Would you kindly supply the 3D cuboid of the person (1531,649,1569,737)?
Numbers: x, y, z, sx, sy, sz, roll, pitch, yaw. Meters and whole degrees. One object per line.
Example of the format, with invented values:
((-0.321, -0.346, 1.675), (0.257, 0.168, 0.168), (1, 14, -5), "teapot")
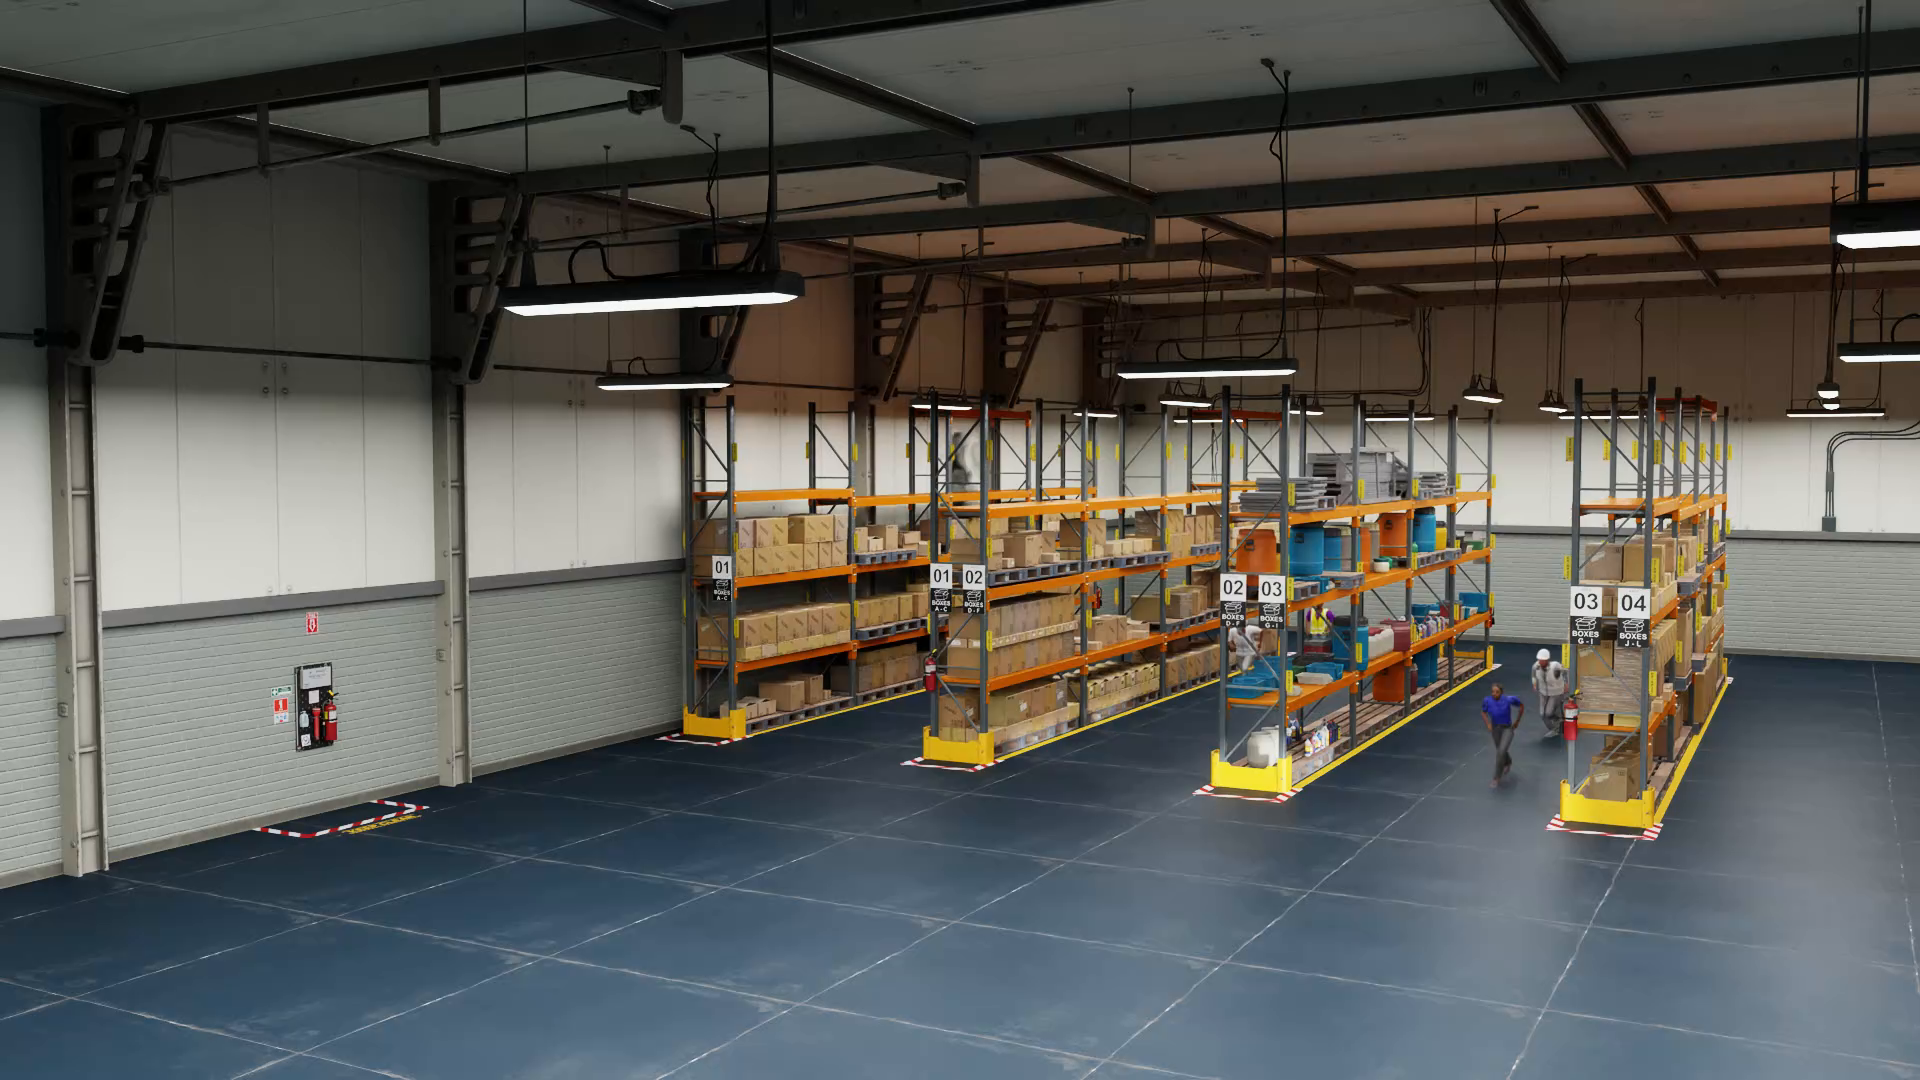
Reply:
((10.315, 2.684, 29.019), (0.684, 1.590, 0.816), (3, 4, 43), "person")

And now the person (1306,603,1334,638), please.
((8.179, 2.153, 37.809), (0.686, 1.731, 0.617), (1, 3, 23), "person")

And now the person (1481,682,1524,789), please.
((8.216, 2.913, 25.124), (0.610, 1.616, 0.975), (2, 3, 31), "person")

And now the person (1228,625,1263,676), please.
((5.861, 2.397, 34.167), (0.746, 1.717, 1.042), (1, 3, 24), "person")
